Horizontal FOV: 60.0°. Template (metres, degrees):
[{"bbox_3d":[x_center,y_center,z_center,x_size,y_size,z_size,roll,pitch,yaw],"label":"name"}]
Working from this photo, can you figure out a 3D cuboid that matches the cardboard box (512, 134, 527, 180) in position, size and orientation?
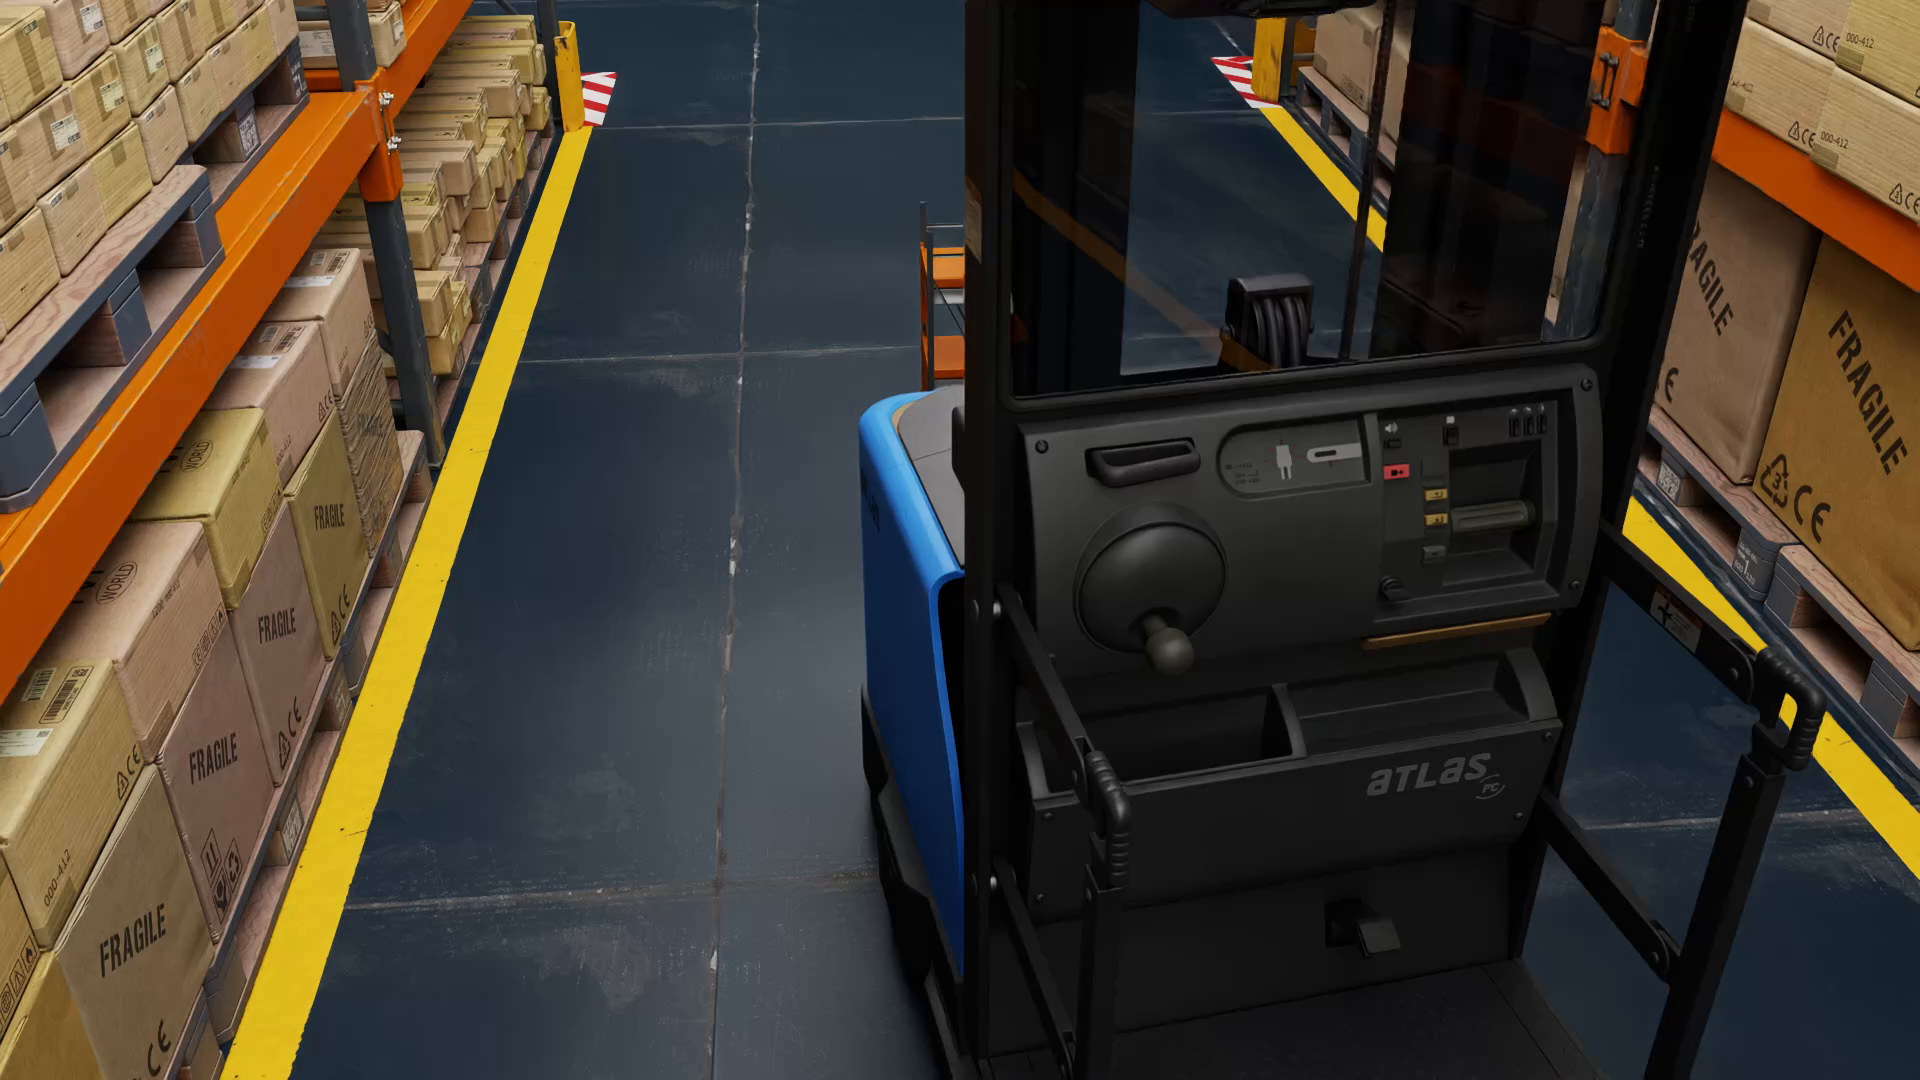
[{"bbox_3d":[-2.199,-1.755,7.634,0.380,0.149,0.250,-4,31,-7],"label":"cardboard box"}]

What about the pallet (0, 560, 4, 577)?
[{"bbox_3d":[-2.067,0.233,2.123,1.213,0.211,1.003,-3,31,-5],"label":"pallet"}]

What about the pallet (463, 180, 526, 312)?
[{"bbox_3d":[-2.483,-1.302,7.223,1.003,0.211,1.213,-3,31,-5],"label":"pallet"}]

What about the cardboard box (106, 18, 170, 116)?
[{"bbox_3d":[-1.935,-1.006,3.555,0.380,0.149,0.250,-4,31,-7],"label":"cardboard box"}]

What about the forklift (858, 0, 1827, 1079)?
[{"bbox_3d":[0.605,0.020,2.359,1.130,2.935,3.031,-7,32,-12],"label":"forklift"}]

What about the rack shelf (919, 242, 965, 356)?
[{"bbox_3d":[-0.005,-0.713,4.886,0.215,0.259,0.240,-3,31,-5],"label":"rack shelf"}]

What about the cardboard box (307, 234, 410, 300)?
[{"bbox_3d":[-2.094,-0.931,5.674,0.380,0.149,0.250,-2,31,-3],"label":"cardboard box"}]

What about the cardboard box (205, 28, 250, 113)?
[{"bbox_3d":[-1.987,-1.152,4.090,0.380,0.149,0.250,-3,31,-5],"label":"cardboard box"}]

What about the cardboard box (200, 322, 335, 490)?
[{"bbox_3d":[-1.912,-0.331,4.176,0.500,0.250,0.500,-1,31,-2],"label":"cardboard box"}]

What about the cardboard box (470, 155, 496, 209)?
[{"bbox_3d":[-2.140,-1.477,6.878,0.380,0.149,0.250,-3,31,-5],"label":"cardboard box"}]

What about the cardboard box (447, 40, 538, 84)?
[{"bbox_3d":[-2.223,-2.272,7.919,0.380,0.149,0.250,-3,31,-6],"label":"cardboard box"}]

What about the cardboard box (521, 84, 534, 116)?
[{"bbox_3d":[-2.258,-2.139,7.986,0.380,0.149,0.250,-4,31,-7],"label":"cardboard box"}]

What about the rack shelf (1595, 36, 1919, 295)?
[{"bbox_3d":[2.838,-0.492,3.850,1.077,0.370,4.000,-3,31,-5],"label":"rack shelf"}]

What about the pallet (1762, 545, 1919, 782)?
[{"bbox_3d":[2.915,0.390,4.392,1.003,0.211,1.213,-3,31,-5],"label":"pallet"}]

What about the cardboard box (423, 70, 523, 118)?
[{"bbox_3d":[-2.181,-2.002,7.467,0.380,0.149,0.250,-2,31,-3],"label":"cardboard box"}]

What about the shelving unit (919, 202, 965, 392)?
[{"bbox_3d":[-0.005,-0.478,5.027,0.215,1.050,0.252,-3,31,-5],"label":"shelving unit"}]

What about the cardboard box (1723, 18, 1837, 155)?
[{"bbox_3d":[2.479,-1.256,4.574,0.500,0.250,0.500,-3,31,-6],"label":"cardboard box"}]

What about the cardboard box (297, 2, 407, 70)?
[{"bbox_3d":[-1.969,-1.586,5.225,0.380,0.149,0.250,-2,31,-3],"label":"cardboard box"}]

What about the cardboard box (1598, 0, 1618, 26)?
[{"bbox_3d":[2.353,-2.089,5.725,0.500,0.500,0.500,-2,31,-4],"label":"cardboard box"}]

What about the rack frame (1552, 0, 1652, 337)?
[{"bbox_3d":[2.651,-1.822,5.375,1.000,3.000,0.127,-3,31,-5],"label":"rack frame"}]

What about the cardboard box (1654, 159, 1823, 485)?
[{"bbox_3d":[2.789,-0.777,5.289,0.875,0.875,0.875,-2,31,-3],"label":"cardboard box"}]

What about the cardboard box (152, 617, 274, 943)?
[{"bbox_3d":[-1.809,0.510,3.499,0.500,0.500,0.500,-4,31,-6],"label":"cardboard box"}]

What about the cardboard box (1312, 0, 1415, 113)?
[{"bbox_3d":[2.439,-2.612,8.787,0.875,0.438,0.875,-4,31,-6],"label":"cardboard box"}]

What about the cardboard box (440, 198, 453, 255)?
[{"bbox_3d":[-2.177,-1.203,6.420,0.380,0.149,0.250,-4,31,-7],"label":"cardboard box"}]

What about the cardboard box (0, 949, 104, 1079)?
[{"bbox_3d":[-1.706,1.028,2.631,0.500,0.500,0.500,-4,31,-7],"label":"cardboard box"}]

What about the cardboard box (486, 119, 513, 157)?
[{"bbox_3d":[-2.191,-1.743,7.323,0.380,0.149,0.250,-1,31,-2],"label":"cardboard box"}]

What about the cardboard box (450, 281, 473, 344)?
[{"bbox_3d":[-2.007,-0.827,6.080,0.380,0.149,0.250,-2,31,-3],"label":"cardboard box"}]

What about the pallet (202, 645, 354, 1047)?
[{"bbox_3d":[-2.077,0.686,3.896,1.003,0.211,1.213,-3,31,-5],"label":"pallet"}]

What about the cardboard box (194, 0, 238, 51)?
[{"bbox_3d":[-1.988,-1.278,4.011,0.380,0.149,0.250,-1,31,-2],"label":"cardboard box"}]

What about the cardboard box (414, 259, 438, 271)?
[{"bbox_3d":[-2.096,-0.943,5.983,0.380,0.149,0.250,-3,31,-4],"label":"cardboard box"}]

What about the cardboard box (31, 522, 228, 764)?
[{"bbox_3d":[-1.798,0.204,3.280,0.500,0.250,0.500,-3,31,-4],"label":"cardboard box"}]

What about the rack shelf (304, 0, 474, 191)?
[{"bbox_3d":[-2.455,-2.245,6.786,1.077,0.370,4.000,-3,31,-5],"label":"rack shelf"}]

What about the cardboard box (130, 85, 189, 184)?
[{"bbox_3d":[-1.933,-0.883,3.638,0.380,0.149,0.250,-4,31,-7],"label":"cardboard box"}]

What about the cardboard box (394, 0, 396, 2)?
[{"bbox_3d":[-2.144,-1.848,5.663,0.380,0.149,0.250,-4,31,-7],"label":"cardboard box"}]

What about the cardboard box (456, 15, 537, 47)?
[{"bbox_3d":[-2.340,-2.529,8.349,0.380,0.149,0.250,-2,31,-4],"label":"cardboard box"}]

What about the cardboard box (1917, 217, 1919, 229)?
[{"bbox_3d":[2.549,-0.738,3.707,0.500,0.250,0.500,-3,31,-5],"label":"cardboard box"}]

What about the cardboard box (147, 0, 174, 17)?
[{"bbox_3d":[-1.963,-1.262,3.694,0.380,0.149,0.250,-3,31,-5],"label":"cardboard box"}]

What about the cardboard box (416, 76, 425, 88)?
[{"bbox_3d":[-2.768,-2.116,7.949,0.380,0.149,0.250,-2,31,-4],"label":"cardboard box"}]

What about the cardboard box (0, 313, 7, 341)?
[{"bbox_3d":[-1.840,-0.350,2.746,0.380,0.149,0.250,-2,31,-3],"label":"cardboard box"}]

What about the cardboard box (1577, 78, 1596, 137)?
[{"bbox_3d":[2.615,-1.685,7.235,0.875,0.438,0.875,-4,31,-6],"label":"cardboard box"}]

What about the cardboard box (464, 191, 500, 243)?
[{"bbox_3d":[-2.144,-1.351,6.958,0.380,0.149,0.250,-4,31,-6],"label":"cardboard box"}]

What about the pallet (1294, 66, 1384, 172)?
[{"bbox_3d":[2.430,-2.263,8.832,1.003,0.211,1.213,-3,31,-5],"label":"pallet"}]

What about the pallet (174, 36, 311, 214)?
[{"bbox_3d":[-2.341,-1.054,4.276,1.003,0.211,1.213,-3,31,-5],"label":"pallet"}]

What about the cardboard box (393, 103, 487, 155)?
[{"bbox_3d":[-2.214,-1.730,7.011,0.380,0.149,0.250,-3,31,-4],"label":"cardboard box"}]

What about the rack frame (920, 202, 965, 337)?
[{"bbox_3d":[-0.016,-0.540,5.131,0.200,1.050,0.008,-3,31,-5],"label":"rack frame"}]

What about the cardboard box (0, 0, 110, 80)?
[{"bbox_3d":[-1.915,-1.000,3.254,0.380,0.149,0.250,-4,31,-7],"label":"cardboard box"}]

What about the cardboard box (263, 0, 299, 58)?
[{"bbox_3d":[-2.034,-1.412,4.525,0.380,0.149,0.250,-3,31,-6],"label":"cardboard box"}]

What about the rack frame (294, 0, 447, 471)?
[{"bbox_3d":[-2.268,-1.533,4.892,1.000,3.000,0.127,-3,31,-5],"label":"rack frame"}]

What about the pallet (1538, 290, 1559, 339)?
[{"bbox_3d":[2.658,-1.017,6.747,1.003,0.211,1.213,-3,31,-5],"label":"pallet"}]

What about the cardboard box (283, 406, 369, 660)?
[{"bbox_3d":[-1.900,-0.013,4.374,0.500,0.500,0.500,-3,31,-6],"label":"cardboard box"}]

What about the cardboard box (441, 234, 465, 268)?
[{"bbox_3d":[-2.155,-1.078,6.501,0.380,0.149,0.250,-3,31,-6],"label":"cardboard box"}]

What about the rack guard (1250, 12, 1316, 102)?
[{"bbox_3d":[2.275,-2.803,9.456,1.175,0.500,0.348,-3,31,-5],"label":"rack guard"}]

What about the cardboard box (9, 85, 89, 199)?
[{"bbox_3d":[-1.890,-0.743,3.113,0.380,0.149,0.250,-2,31,-3],"label":"cardboard box"}]

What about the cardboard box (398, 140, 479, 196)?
[{"bbox_3d":[-2.123,-1.467,6.571,0.380,0.149,0.250,-2,31,-4],"label":"cardboard box"}]

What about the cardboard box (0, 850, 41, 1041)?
[{"bbox_3d":[-1.718,0.716,2.423,0.500,0.250,0.500,-4,31,-7],"label":"cardboard box"}]

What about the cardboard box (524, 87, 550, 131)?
[{"bbox_3d":[-2.260,-2.147,8.289,0.380,0.149,0.250,-2,31,-3],"label":"cardboard box"}]

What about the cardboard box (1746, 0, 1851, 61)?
[{"bbox_3d":[2.488,-1.469,4.443,0.500,0.250,0.500,-2,31,-4],"label":"cardboard box"}]

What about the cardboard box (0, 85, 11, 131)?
[{"bbox_3d":[-1.869,-0.735,2.811,0.380,0.149,0.250,-2,31,-3],"label":"cardboard box"}]

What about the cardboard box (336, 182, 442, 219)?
[{"bbox_3d":[-2.133,-1.201,6.126,0.380,0.149,0.250,-3,31,-5],"label":"cardboard box"}]

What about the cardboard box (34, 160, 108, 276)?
[{"bbox_3d":[-1.884,-0.611,3.184,0.380,0.149,0.250,-4,31,-6],"label":"cardboard box"}]
